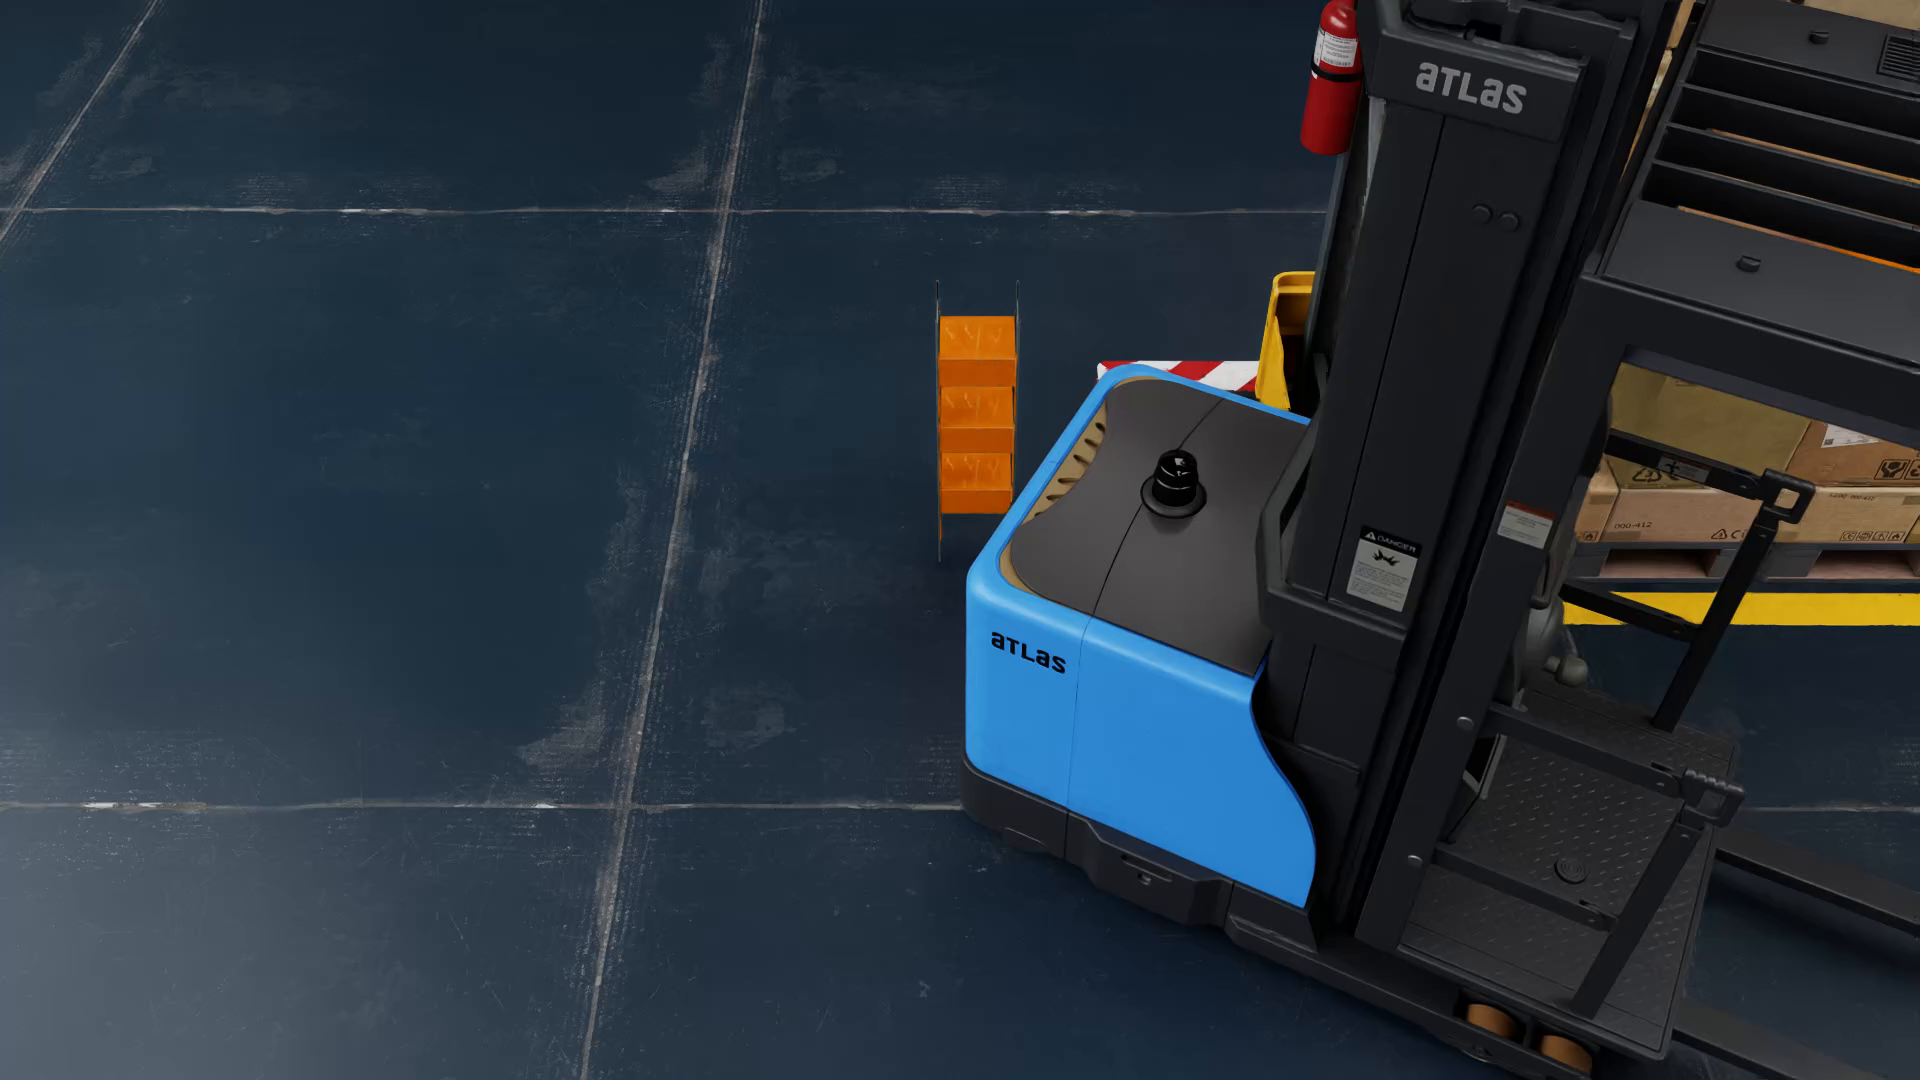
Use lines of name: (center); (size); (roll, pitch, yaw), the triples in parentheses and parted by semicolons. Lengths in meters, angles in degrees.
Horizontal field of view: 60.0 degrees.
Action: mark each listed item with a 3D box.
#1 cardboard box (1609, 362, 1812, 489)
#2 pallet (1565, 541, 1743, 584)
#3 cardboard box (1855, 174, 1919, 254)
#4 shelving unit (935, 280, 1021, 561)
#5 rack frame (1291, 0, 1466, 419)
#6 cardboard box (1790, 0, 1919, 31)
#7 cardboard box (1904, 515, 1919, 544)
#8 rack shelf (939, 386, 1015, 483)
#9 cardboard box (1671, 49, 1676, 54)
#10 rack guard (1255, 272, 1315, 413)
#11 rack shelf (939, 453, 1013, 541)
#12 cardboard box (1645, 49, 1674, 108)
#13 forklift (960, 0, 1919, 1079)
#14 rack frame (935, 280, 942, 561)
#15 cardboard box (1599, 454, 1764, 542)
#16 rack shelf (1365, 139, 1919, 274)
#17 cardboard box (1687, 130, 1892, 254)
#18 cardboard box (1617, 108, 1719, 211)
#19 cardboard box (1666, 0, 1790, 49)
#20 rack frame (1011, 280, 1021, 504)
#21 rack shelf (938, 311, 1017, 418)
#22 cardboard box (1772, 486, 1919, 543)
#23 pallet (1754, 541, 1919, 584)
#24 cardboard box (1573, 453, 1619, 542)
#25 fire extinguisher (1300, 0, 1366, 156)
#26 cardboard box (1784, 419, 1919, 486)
cardboard box: (2.344, -0.512, 5.256); (0.500, 0.500, 0.500); (0, 47, 0)
pallet: (2.074, -0.293, 5.878); (1.213, 0.211, 1.003); (0, 47, 0)
cardboard box: (2.797, -1.234, 4.781); (0.500, 0.500, 0.700); (0, 47, 0)
shelving unit: (0.054, -0.358, 5.366); (0.252, 1.050, 0.215); (0, 47, 0)
rack frame: (1.309, -1.214, 4.831); (0.127, 3.000, 1.000); (0, 47, 0)
cardboard box: (2.354, -1.682, 4.312); (0.500, 0.500, 0.700); (-1, 47, -1)
cardboard box: (3.344, -0.251, 5.526); (0.500, 0.250, 0.500); (0, 47, 0)
rack shelf: (0.054, -0.350, 5.373); (0.240, 0.259, 0.215); (0, 47, 0)
cardboard box: (1.964, -1.312, 4.410); (0.250, 0.149, 0.380); (-1, 47, -1)
rack guard: (1.285, -0.362, 5.746); (0.348, 0.500, 1.175); (0, 47, 0)
rack shelf: (0.054, -0.161, 5.577); (0.240, 0.259, 0.215); (0, 47, 0)
cardboard box: (1.700, -1.310, 4.409); (0.250, 0.149, 0.380); (0, 47, 0)
forklift: (1.550, 0.012, 3.736); (3.031, 2.935, 1.130); (21, 50, 18)
rack frame: (-0.068, -0.358, 5.366); (0.008, 1.050, 0.200); (0, 47, 0)
cardboard box: (2.344, -0.257, 5.532); (0.500, 0.250, 0.500); (0, 47, 0)
rack shelf: (3.309, -0.964, 5.089); (4.000, 0.370, 1.077); (0, 47, 0)
cardboard box: (2.301, -1.240, 4.786); (0.500, 0.500, 0.700); (1, 47, 1)
cardboard box: (1.776, -1.237, 4.784); (0.500, 0.500, 0.700); (0, 47, 0)
cardboard box: (1.828, -1.679, 4.309); (0.500, 0.500, 0.700); (0, 47, 0)
rack frame: (0.176, -0.357, 5.365); (0.008, 1.050, 0.200); (0, 47, 0)
rack shelf: (0.054, -0.544, 5.166); (0.240, 0.259, 0.215); (0, 47, 0)
cardboard box: (2.844, -0.256, 5.530); (0.500, 0.250, 0.500); (0, 47, 0)
pallet: (3.291, -0.287, 5.873); (1.213, 0.211, 1.003); (0, 47, 0)
cardboard box: (1.844, -0.256, 5.531); (0.500, 0.250, 0.500); (0, 47, 0)
fire extinguisher: (1.192, -1.528, 5.176); (0.183, 0.674, 0.296); (0, 47, 0)
cardboard box: (2.844, -0.520, 5.264); (0.500, 0.500, 0.500); (0, 47, 0)
